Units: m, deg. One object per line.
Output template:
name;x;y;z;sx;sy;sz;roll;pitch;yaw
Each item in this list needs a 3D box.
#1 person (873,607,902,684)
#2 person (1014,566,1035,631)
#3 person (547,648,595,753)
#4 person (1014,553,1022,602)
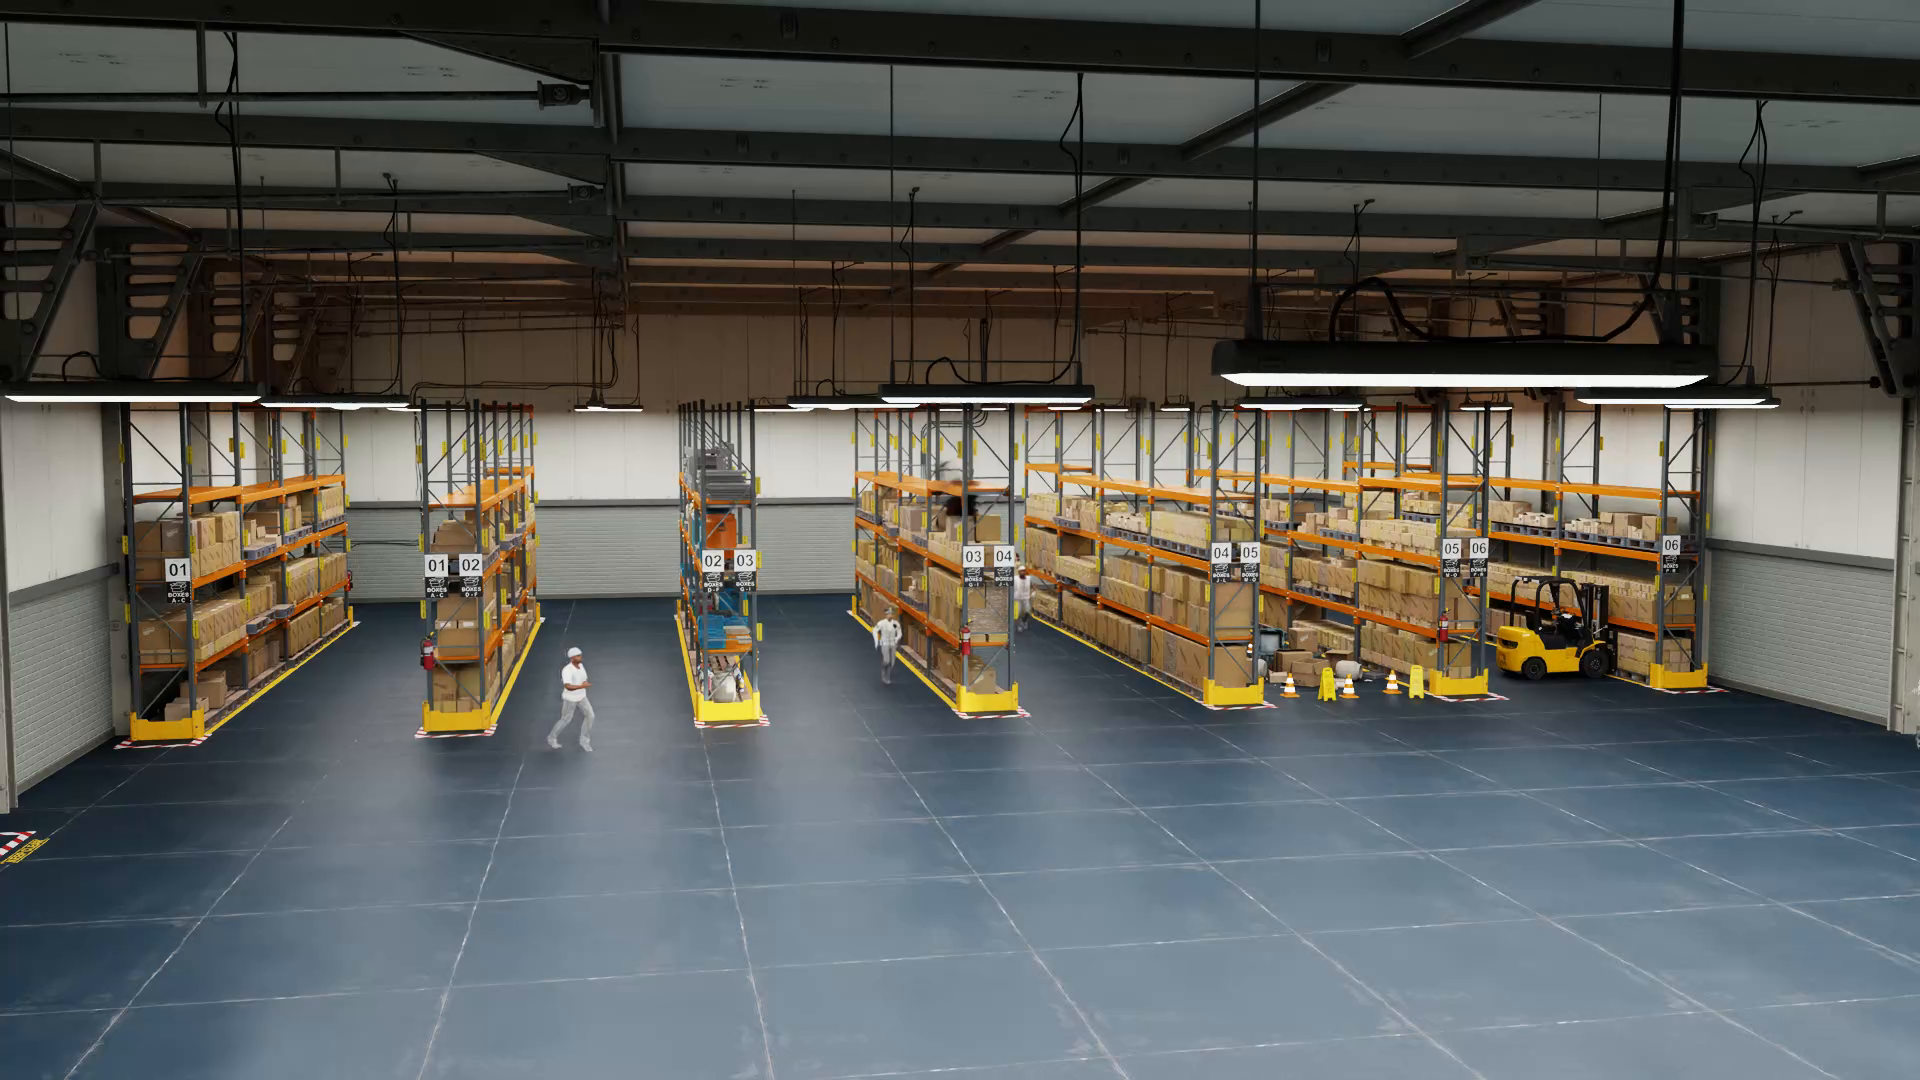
person;-1.504;2.237;35.095;0.583;1.642;0.700;-1;5;-18
person;1.673;1.547;43.731;0.715;1.738;0.597;-1;4;-10
person;-6.558;2.720;28.205;0.896;1.815;0.709;2;5;21
person;1.715;1.191;49.566;0.701;1.651;0.616;-3;5;-32
